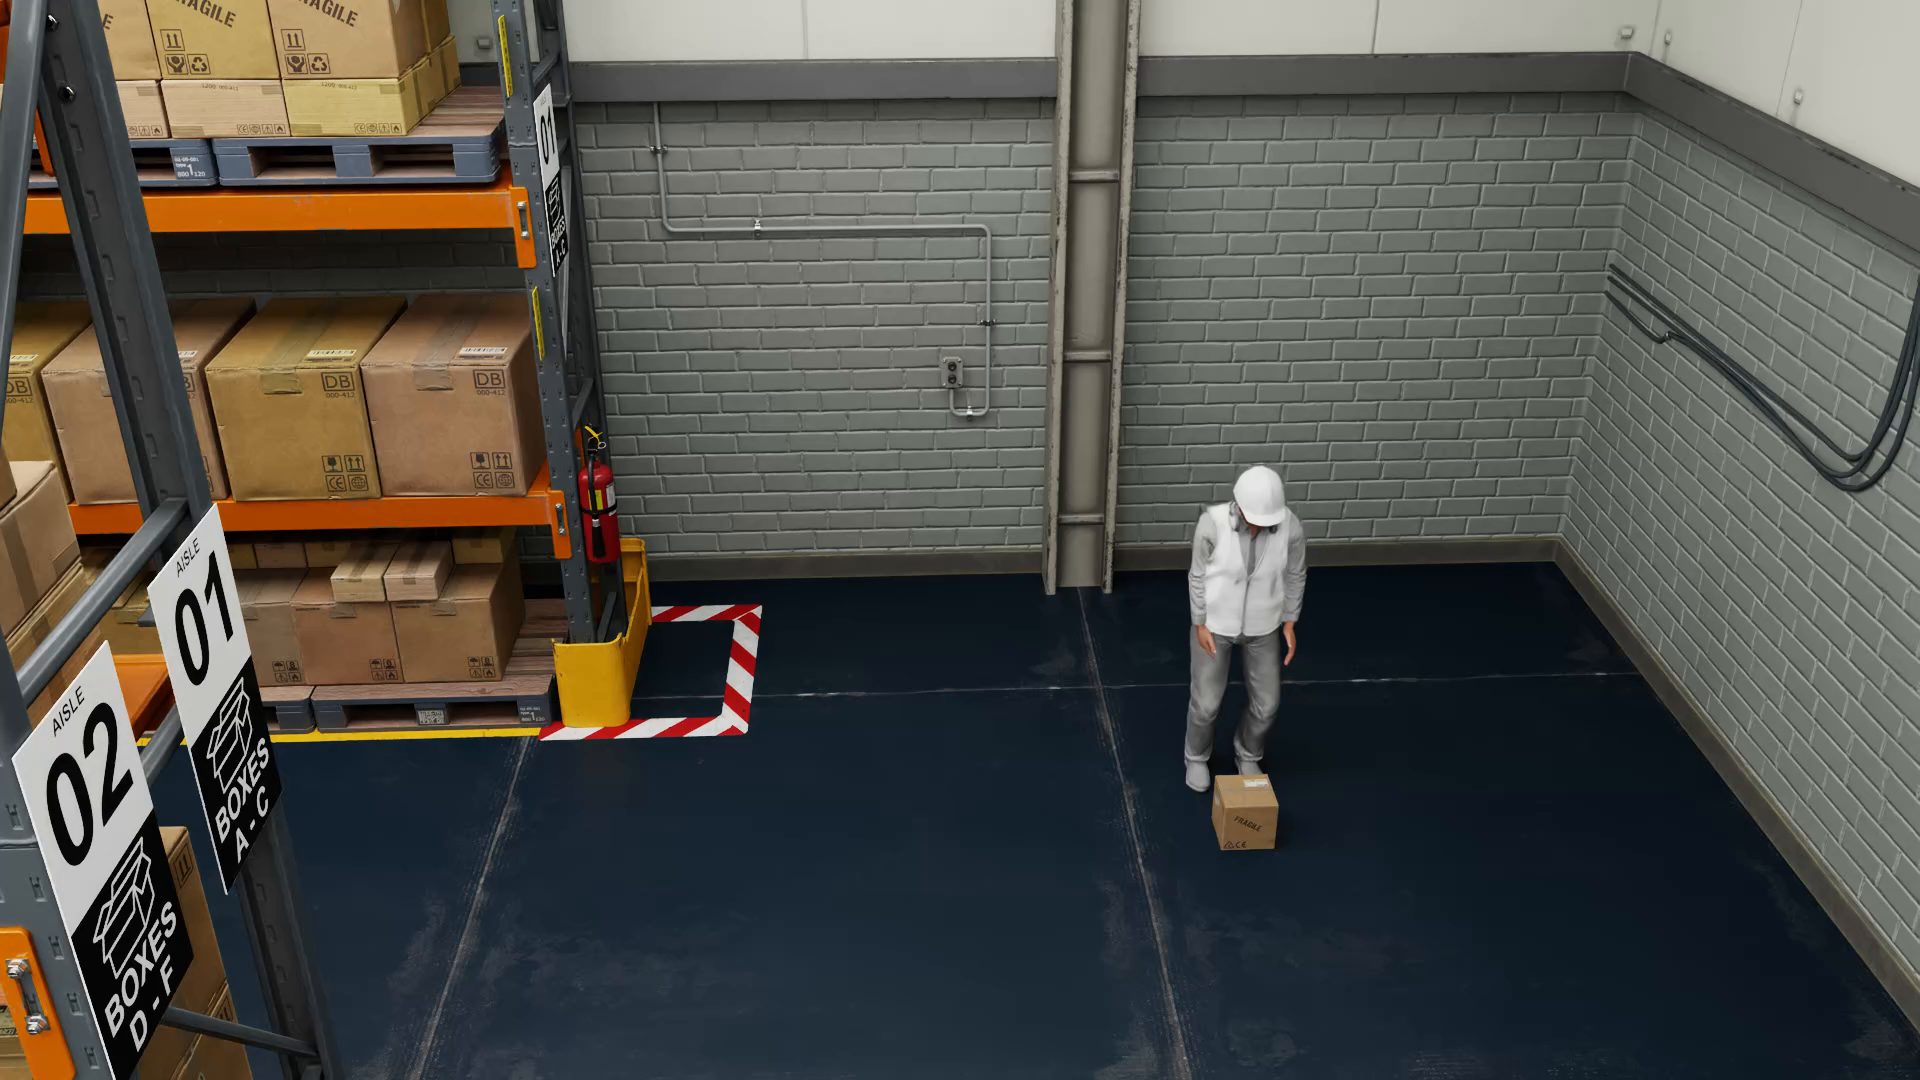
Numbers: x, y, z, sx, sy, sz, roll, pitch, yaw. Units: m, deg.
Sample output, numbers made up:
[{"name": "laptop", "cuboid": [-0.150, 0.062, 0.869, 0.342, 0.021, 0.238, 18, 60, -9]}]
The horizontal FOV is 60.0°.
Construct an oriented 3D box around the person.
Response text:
[{"name": "person", "cuboid": [1.347, 0.486, 7.869, 0.586, 1.584, 0.649, -1, 27, -2]}]
